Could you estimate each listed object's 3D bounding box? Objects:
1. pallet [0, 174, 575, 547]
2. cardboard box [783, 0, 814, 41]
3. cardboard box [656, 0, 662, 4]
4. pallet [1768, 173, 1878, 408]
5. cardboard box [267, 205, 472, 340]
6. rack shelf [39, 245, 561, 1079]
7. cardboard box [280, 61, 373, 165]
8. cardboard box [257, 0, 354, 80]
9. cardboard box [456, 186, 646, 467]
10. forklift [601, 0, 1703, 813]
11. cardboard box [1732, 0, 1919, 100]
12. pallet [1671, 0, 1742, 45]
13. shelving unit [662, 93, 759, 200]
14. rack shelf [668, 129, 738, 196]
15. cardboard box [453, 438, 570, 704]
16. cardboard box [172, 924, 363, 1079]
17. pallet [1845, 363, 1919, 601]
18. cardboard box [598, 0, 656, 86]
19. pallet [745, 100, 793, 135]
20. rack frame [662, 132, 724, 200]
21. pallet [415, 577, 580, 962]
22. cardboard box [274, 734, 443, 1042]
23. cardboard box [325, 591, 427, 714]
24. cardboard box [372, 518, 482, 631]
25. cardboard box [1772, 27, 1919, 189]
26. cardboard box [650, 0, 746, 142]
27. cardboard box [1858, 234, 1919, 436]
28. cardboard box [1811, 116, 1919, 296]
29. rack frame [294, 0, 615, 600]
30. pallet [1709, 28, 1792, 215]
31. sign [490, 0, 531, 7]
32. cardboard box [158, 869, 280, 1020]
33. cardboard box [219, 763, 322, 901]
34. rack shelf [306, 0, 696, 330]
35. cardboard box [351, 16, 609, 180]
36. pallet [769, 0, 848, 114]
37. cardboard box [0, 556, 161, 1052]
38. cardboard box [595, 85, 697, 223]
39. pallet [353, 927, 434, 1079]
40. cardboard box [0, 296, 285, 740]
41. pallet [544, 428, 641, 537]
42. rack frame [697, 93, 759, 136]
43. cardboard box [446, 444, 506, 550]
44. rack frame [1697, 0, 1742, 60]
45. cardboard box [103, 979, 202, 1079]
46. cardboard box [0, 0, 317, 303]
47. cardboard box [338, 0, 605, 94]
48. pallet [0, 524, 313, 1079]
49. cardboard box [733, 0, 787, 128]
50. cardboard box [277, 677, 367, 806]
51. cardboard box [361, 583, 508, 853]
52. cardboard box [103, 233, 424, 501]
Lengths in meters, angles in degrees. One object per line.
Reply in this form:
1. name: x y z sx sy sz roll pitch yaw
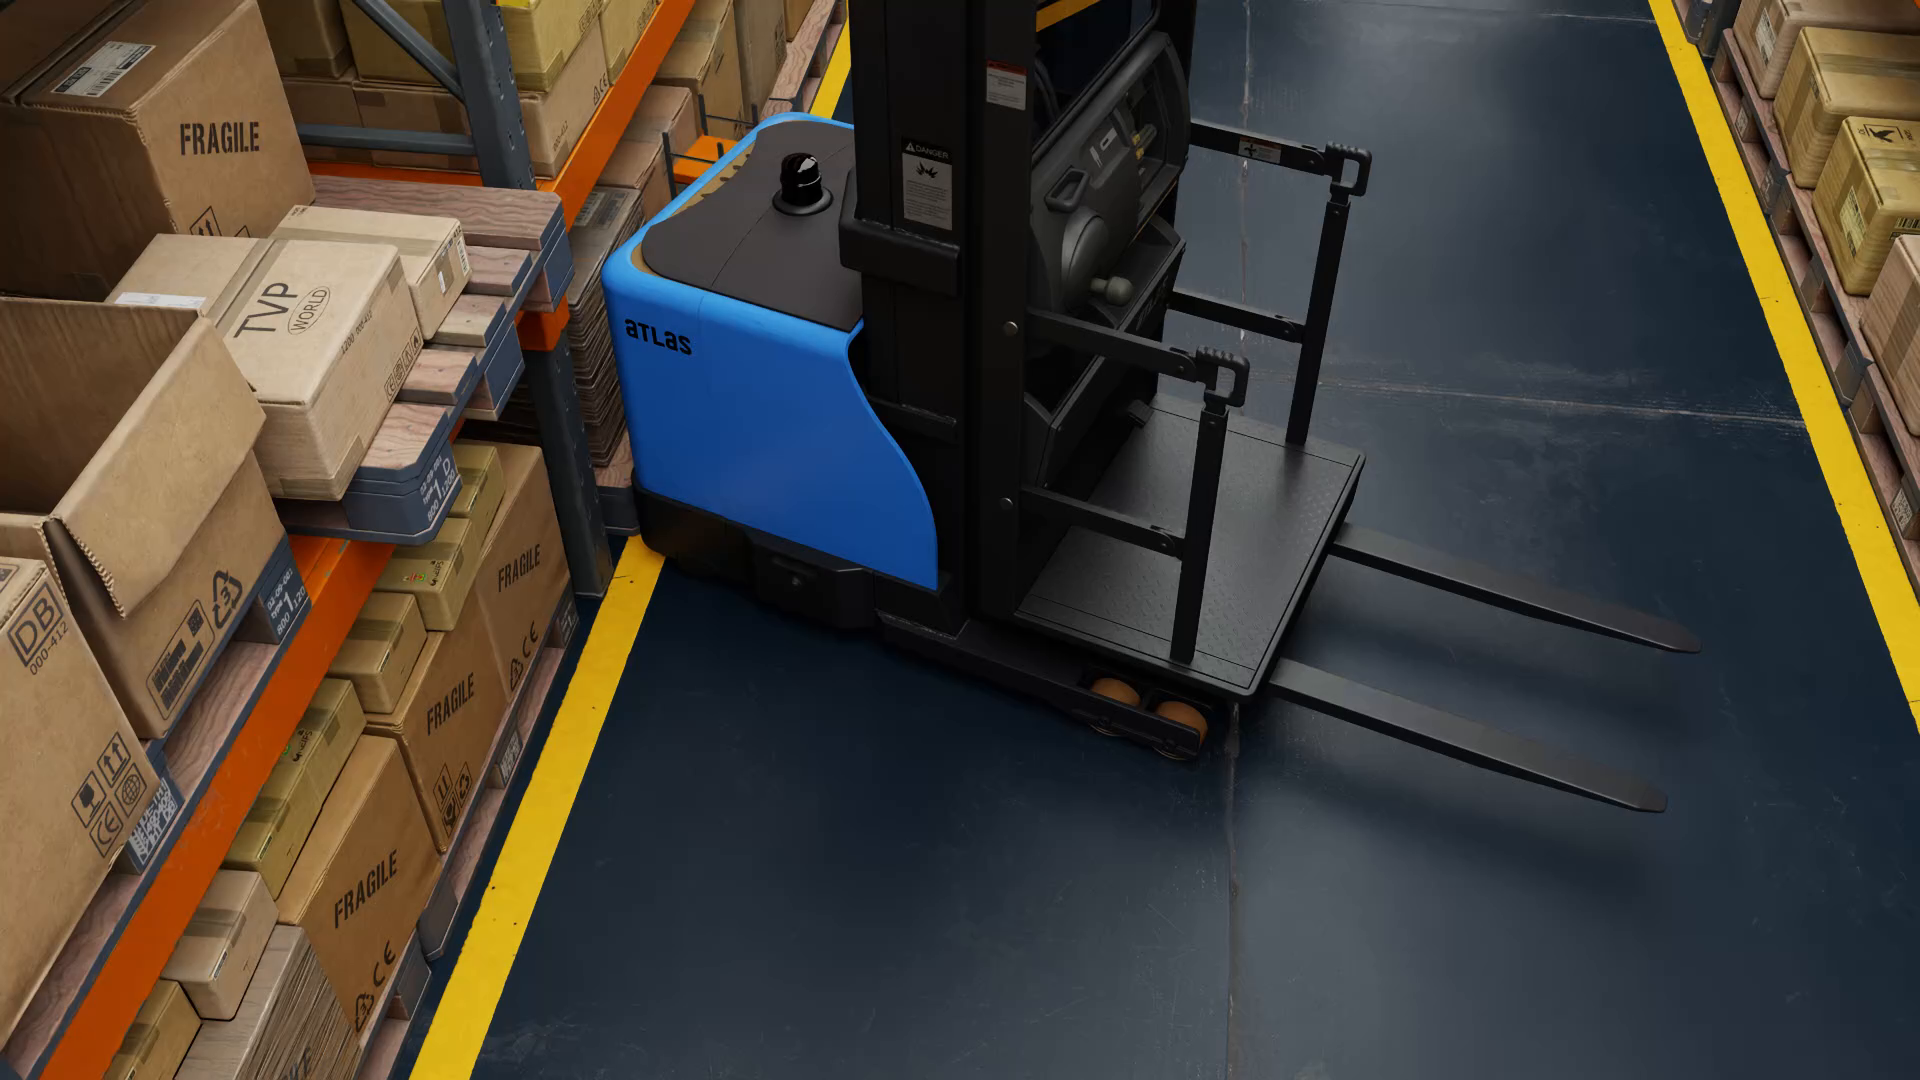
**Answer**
1. pallet: -1.592 -0.457 3.690 1.213 0.211 1.003 5 44 6
2. cardboard box: -1.101 -2.655 7.294 0.875 0.625 0.625 7 44 7
3. cardboard box: -1.139 -1.915 5.199 0.500 0.250 0.500 4 44 4
4. pallet: 3.617 -0.895 6.042 1.003 0.211 1.213 5 44 6
5. cardboard box: -1.279 -0.574 3.551 0.380 0.149 0.250 6 44 6
6. rack shelf: -1.837 0.629 2.927 1.077 0.370 4.000 5 44 6
7. cardboard box: -1.767 -1.270 4.519 0.500 0.250 0.500 4 44 5
8. cardboard box: -1.788 -1.453 4.349 0.500 0.250 0.500 6 44 6
9. cardboard box: -1.476 -0.709 5.239 0.875 0.625 0.625 7 44 7
10. forklift: 0.564 -0.876 4.043 3.031 2.935 1.130 18 46 18
11. cardboard box: 3.810 -2.113 6.906 0.950 0.372 0.625 6 44 6
12. pallet: 3.931 -2.721 7.970 1.003 0.211 1.213 5 44 6
13. shelving unit: -0.761 -0.911 5.444 0.215 1.050 0.252 14 46 14
14. rack shelf: -0.763 -1.108 5.254 0.215 0.259 0.240 14 46 14
15. cardboard box: -1.415 0.068 4.509 0.500 0.500 0.500 6 44 7
16. cardboard box: -1.609 1.121 3.397 0.500 0.500 0.500 4 44 4
17. pallet: 3.453 -0.066 5.166 1.003 0.211 1.213 5 44 6
18. cardboard box: -1.200 -1.563 4.828 0.500 0.250 0.500 4 44 5
19. pallet: -1.261 -1.369 6.542 1.003 0.211 1.213 5 44 6
20. rack frame: -0.802 -0.831 5.361 0.200 1.050 0.008 14 46 14
21. pallet: -1.709 0.523 4.544 1.003 0.211 1.213 5 44 6
22. cardboard box: -1.558 0.765 3.773 0.500 0.500 0.500 7 44 7
23. cardboard box: -1.471 0.249 3.847 0.380 0.149 0.250 4 44 4
24. cardboard box: -1.392 0.073 4.032 0.380 0.149 0.250 3 44 3
25. cardboard box: 3.718 -1.623 6.388 0.950 0.372 0.625 8 44 8
26. cardboard box: -1.309 -1.614 6.194 0.875 0.625 0.625 4 44 4
27. cardboard box: 3.522 -0.632 5.342 0.950 0.372 0.625 4 44 5
28. cardboard box: 3.628 -1.149 5.887 0.950 0.372 0.625 7 44 7
29. rack frame: -1.572 -0.995 4.119 1.000 3.000 0.127 5 44 6
30. pallet: 3.776 -1.729 6.922 1.003 0.211 1.213 5 44 6
31. sign: -1.033 -1.344 3.703 0.100 0.325 0.005 5 44 6
32. cardboard box: -1.590 0.786 3.280 0.380 0.149 0.250 3 44 4
33. cardboard box: -1.583 0.595 3.481 0.380 0.149 0.250 5 44 5
34. rack shelf: -1.308 -2.097 5.806 1.077 0.370 4.000 5 44 6
35. cardboard box: -1.272 -1.221 4.467 0.500 0.250 0.500 5 44 6
36. pallet: -1.102 -2.203 7.423 1.003 0.211 1.213 5 44 6
37. cardboard box: -1.643 0.345 2.326 0.700 0.500 0.500 5 44 5
38. cardboard box: -1.398 -1.155 5.710 0.875 0.625 0.625 7 44 7
39. pallet: -1.872 1.352 3.668 1.003 0.211 1.213 5 44 6
40. cardboard box: -1.605 -0.056 2.746 0.797 0.503 0.637 4 44 5
41. pallet: -1.425 -0.540 5.667 1.003 0.211 1.213 5 44 6
42. rack frame: -0.721 -0.991 5.526 0.200 1.050 0.008 14 46 14
43. cardboard box: -1.387 -0.116 4.231 0.380 0.149 0.250 3 44 3
44. rack frame: 3.877 -3.272 6.524 1.000 3.000 0.127 5 44 6
45. cardboard box: -1.673 0.948 3.108 0.380 0.149 0.250 5 44 6
46. cardboard box: -1.795 -0.847 3.585 0.500 0.500 0.500 7 44 7
47. cardboard box: -1.247 -1.400 4.292 0.500 0.250 0.500 5 44 5
48. pallet: -1.825 0.401 2.785 1.003 0.211 1.213 5 44 6
49. cardboard box: -1.212 -2.126 6.736 0.875 0.625 0.625 5 44 5
50. cardboard box: -1.550 0.424 3.661 0.380 0.149 0.250 6 44 7
51. cardboard box: -1.492 0.408 4.150 0.500 0.500 0.500 5 44 5
52. cardboard box: -1.391 -0.344 3.236 0.500 0.250 0.500 3 44 4
